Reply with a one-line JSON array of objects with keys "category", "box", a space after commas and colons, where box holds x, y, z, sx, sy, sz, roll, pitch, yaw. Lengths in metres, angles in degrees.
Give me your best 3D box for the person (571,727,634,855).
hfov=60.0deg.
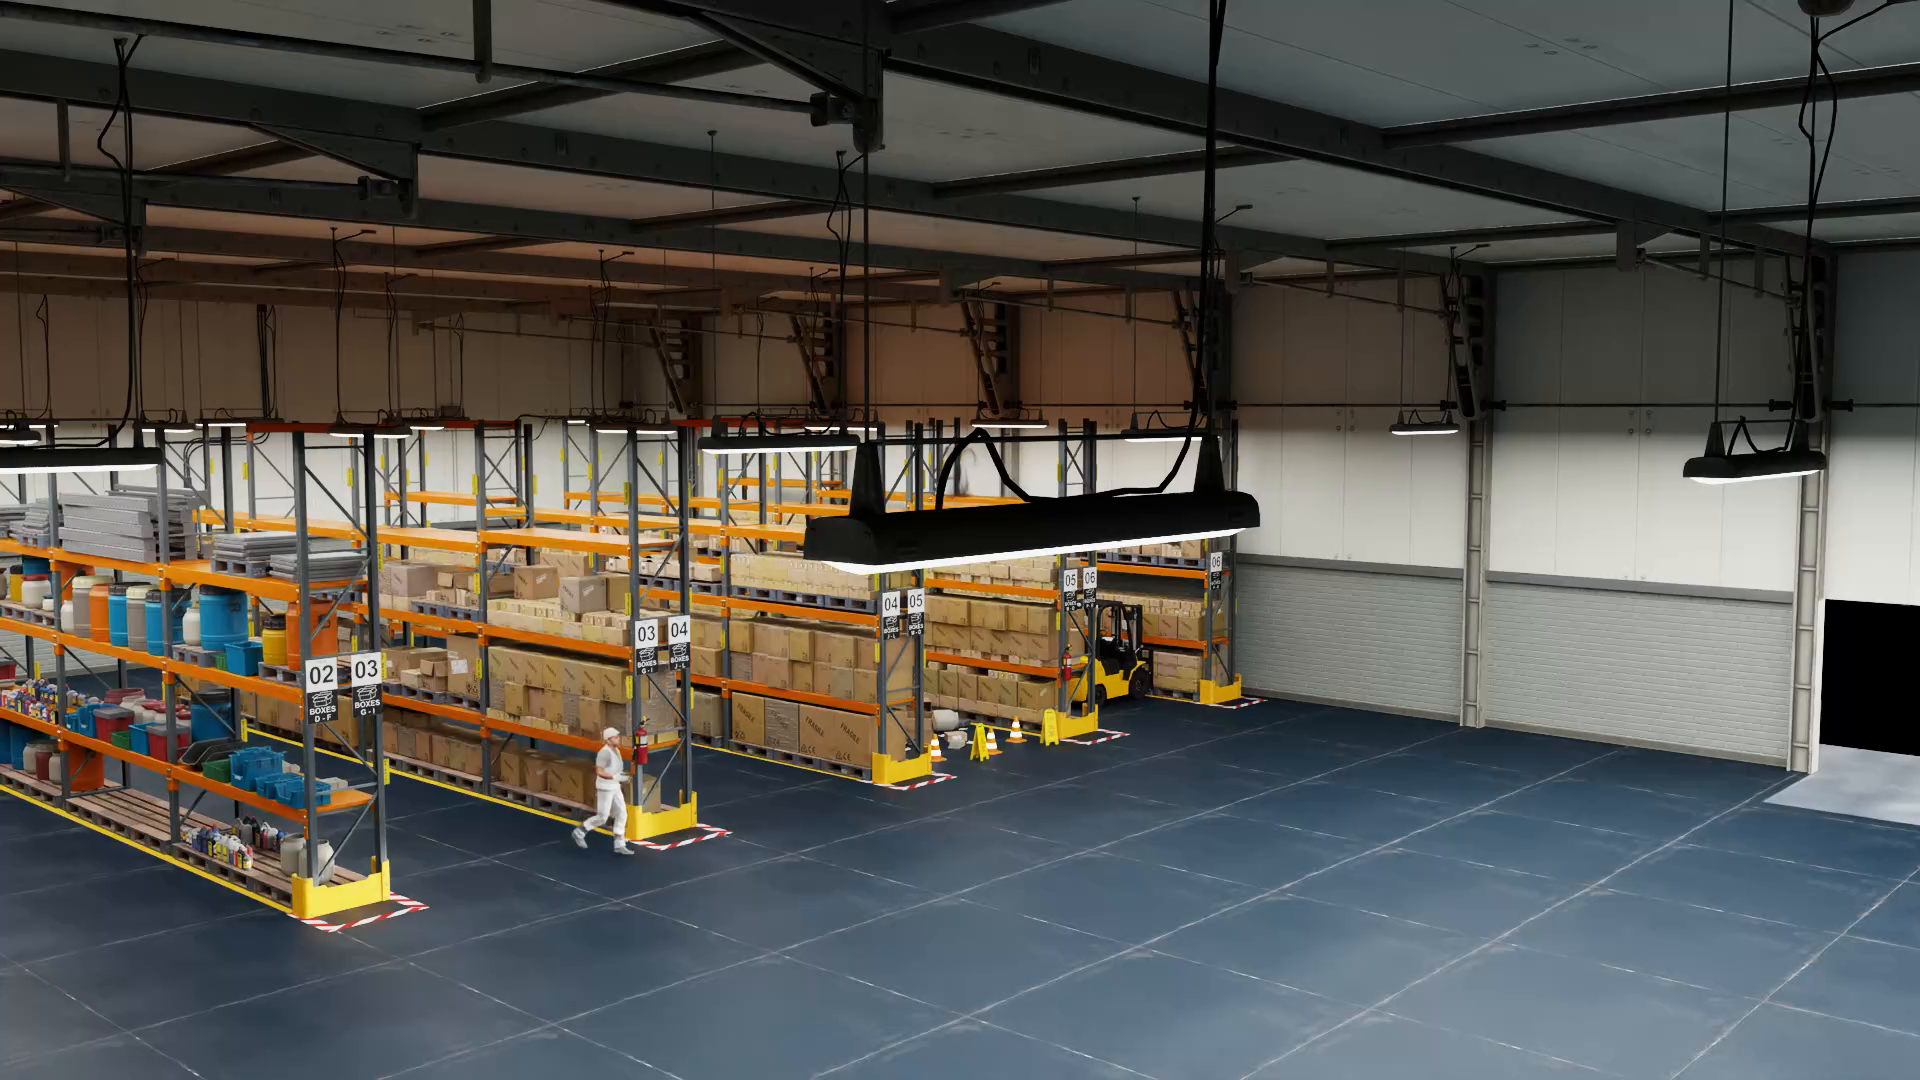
[{"category": "person", "box": [-5.004, 3.527, 23.435, 0.911, 1.785, 0.663, 1, 5, 13]}]
